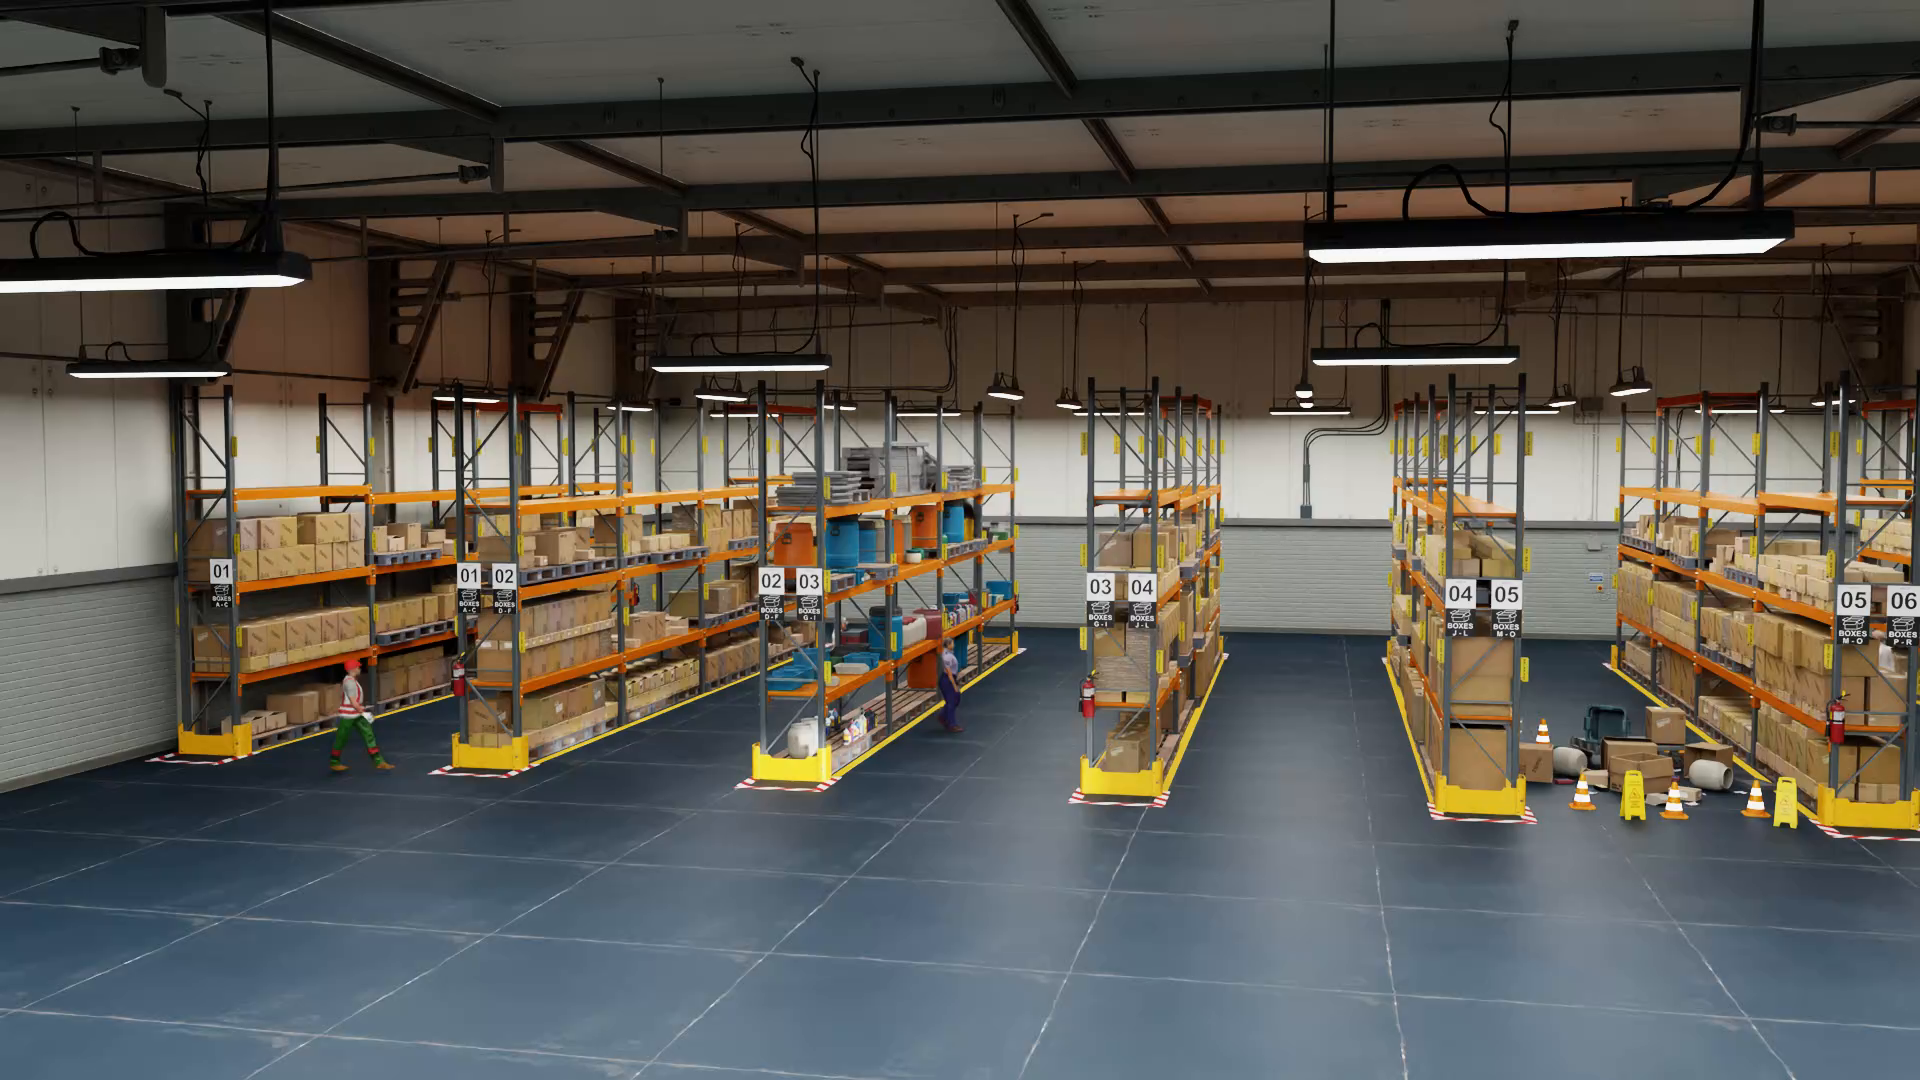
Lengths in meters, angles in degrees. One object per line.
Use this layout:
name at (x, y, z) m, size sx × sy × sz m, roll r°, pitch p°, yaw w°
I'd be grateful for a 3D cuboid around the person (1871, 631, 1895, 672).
person at (15.997, 2.489, 29.023) m, size 0.637 × 1.822 × 0.570 m, roll 0°, pitch 3°, yaw 2°

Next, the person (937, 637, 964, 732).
person at (-0.166, 2.531, 29.368) m, size 0.505 × 1.653 × 0.585 m, roll 0°, pitch 3°, yaw 3°

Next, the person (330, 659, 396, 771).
person at (-9.194, 2.677, 25.380) m, size 1.039 × 1.730 × 0.495 m, roll 1°, pitch 3°, yaw 21°

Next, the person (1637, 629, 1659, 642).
person at (15.910, 1.983, 38.540) m, size 1.065 × 1.663 × 0.657 m, roll 2°, pitch 4°, yaw 27°

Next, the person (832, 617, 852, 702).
person at (-2.345, 2.381, 32.777) m, size 0.393 × 1.746 × 0.545 m, roll 2°, pitch 4°, yaw 27°
